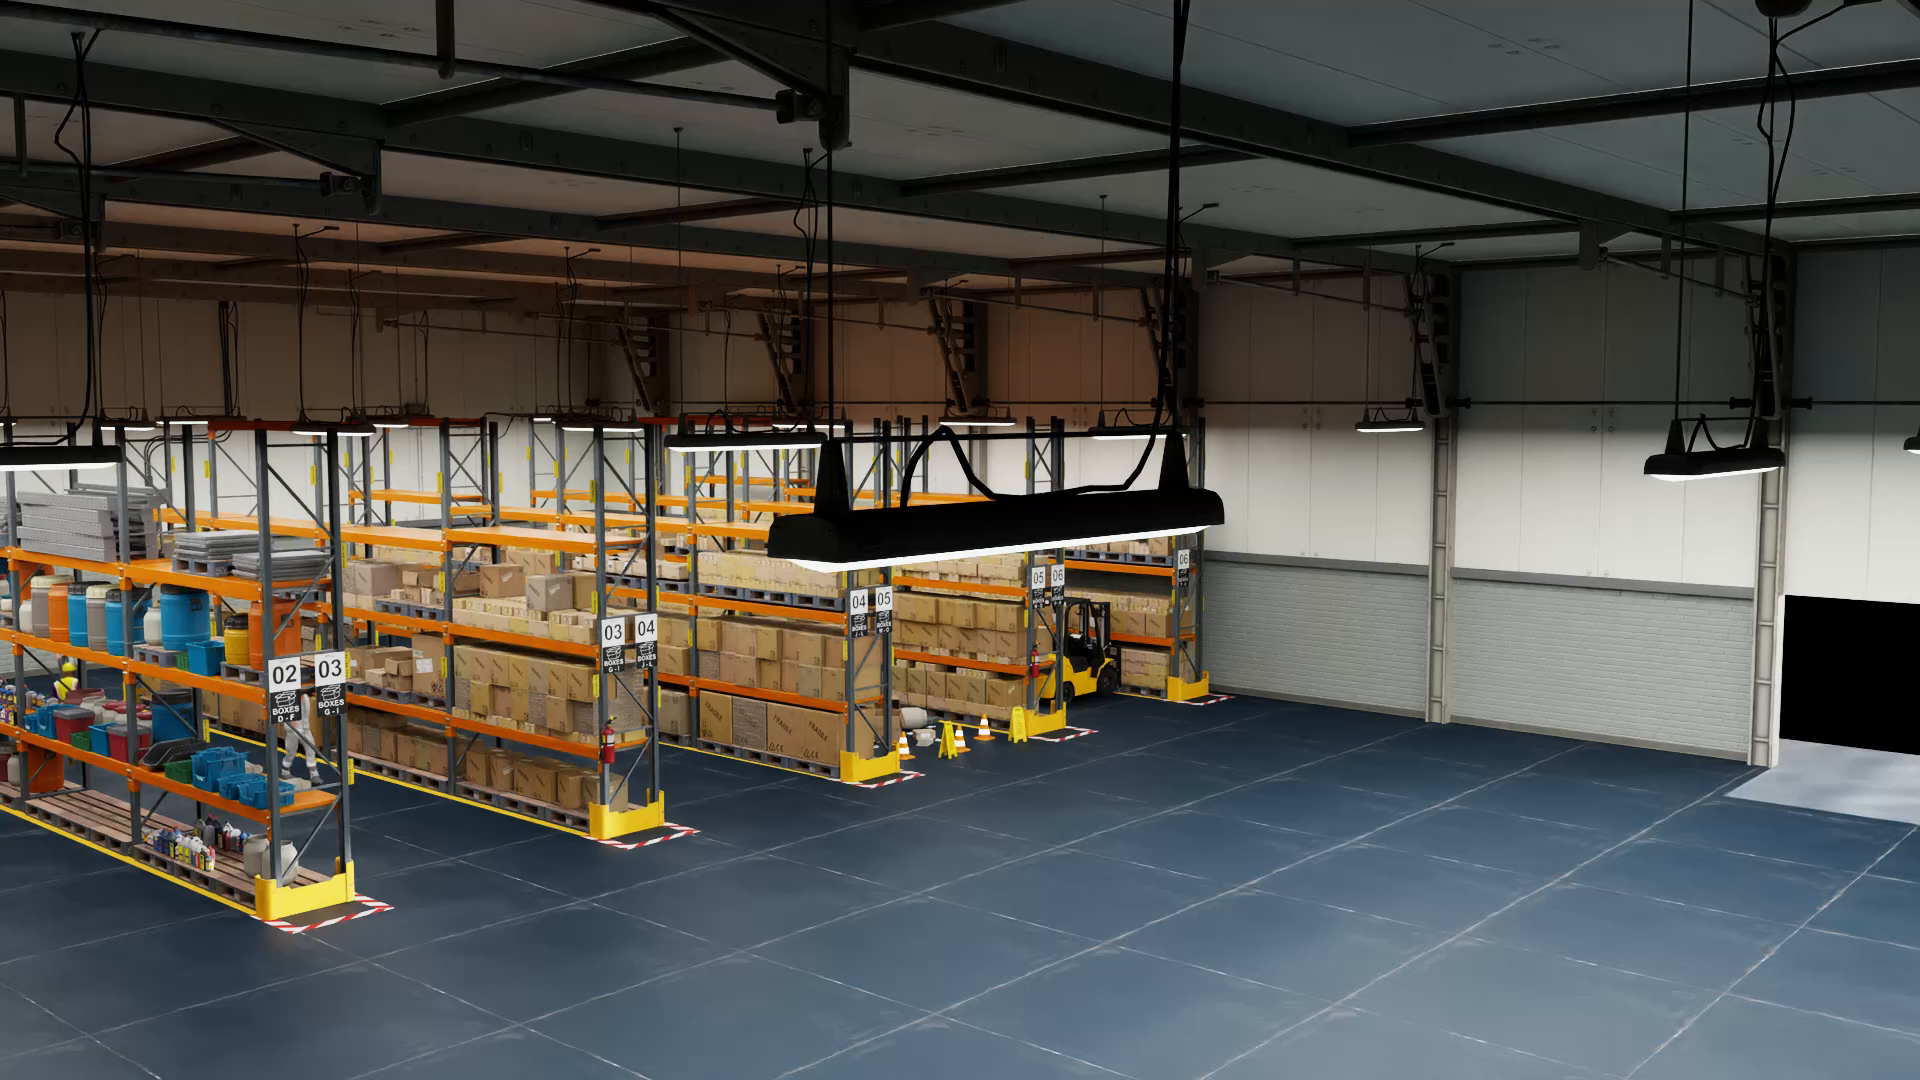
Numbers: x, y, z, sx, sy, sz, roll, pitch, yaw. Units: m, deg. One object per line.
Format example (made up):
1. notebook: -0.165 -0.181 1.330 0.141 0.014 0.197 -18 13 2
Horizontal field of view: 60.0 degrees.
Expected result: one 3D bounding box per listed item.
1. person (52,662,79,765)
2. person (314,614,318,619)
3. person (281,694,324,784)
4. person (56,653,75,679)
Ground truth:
1. person: -15.559 3.024 29.087 0.559 1.744 0.533 -2 5 -25
2. person: -13.804 2.477 35.751 0.461 1.765 0.569 2 5 20
3. person: -10.934 3.155 27.626 0.962 1.735 0.522 3 5 29
4. person: -19.680 2.552 36.543 0.404 1.438 0.955 -3 6 -33
